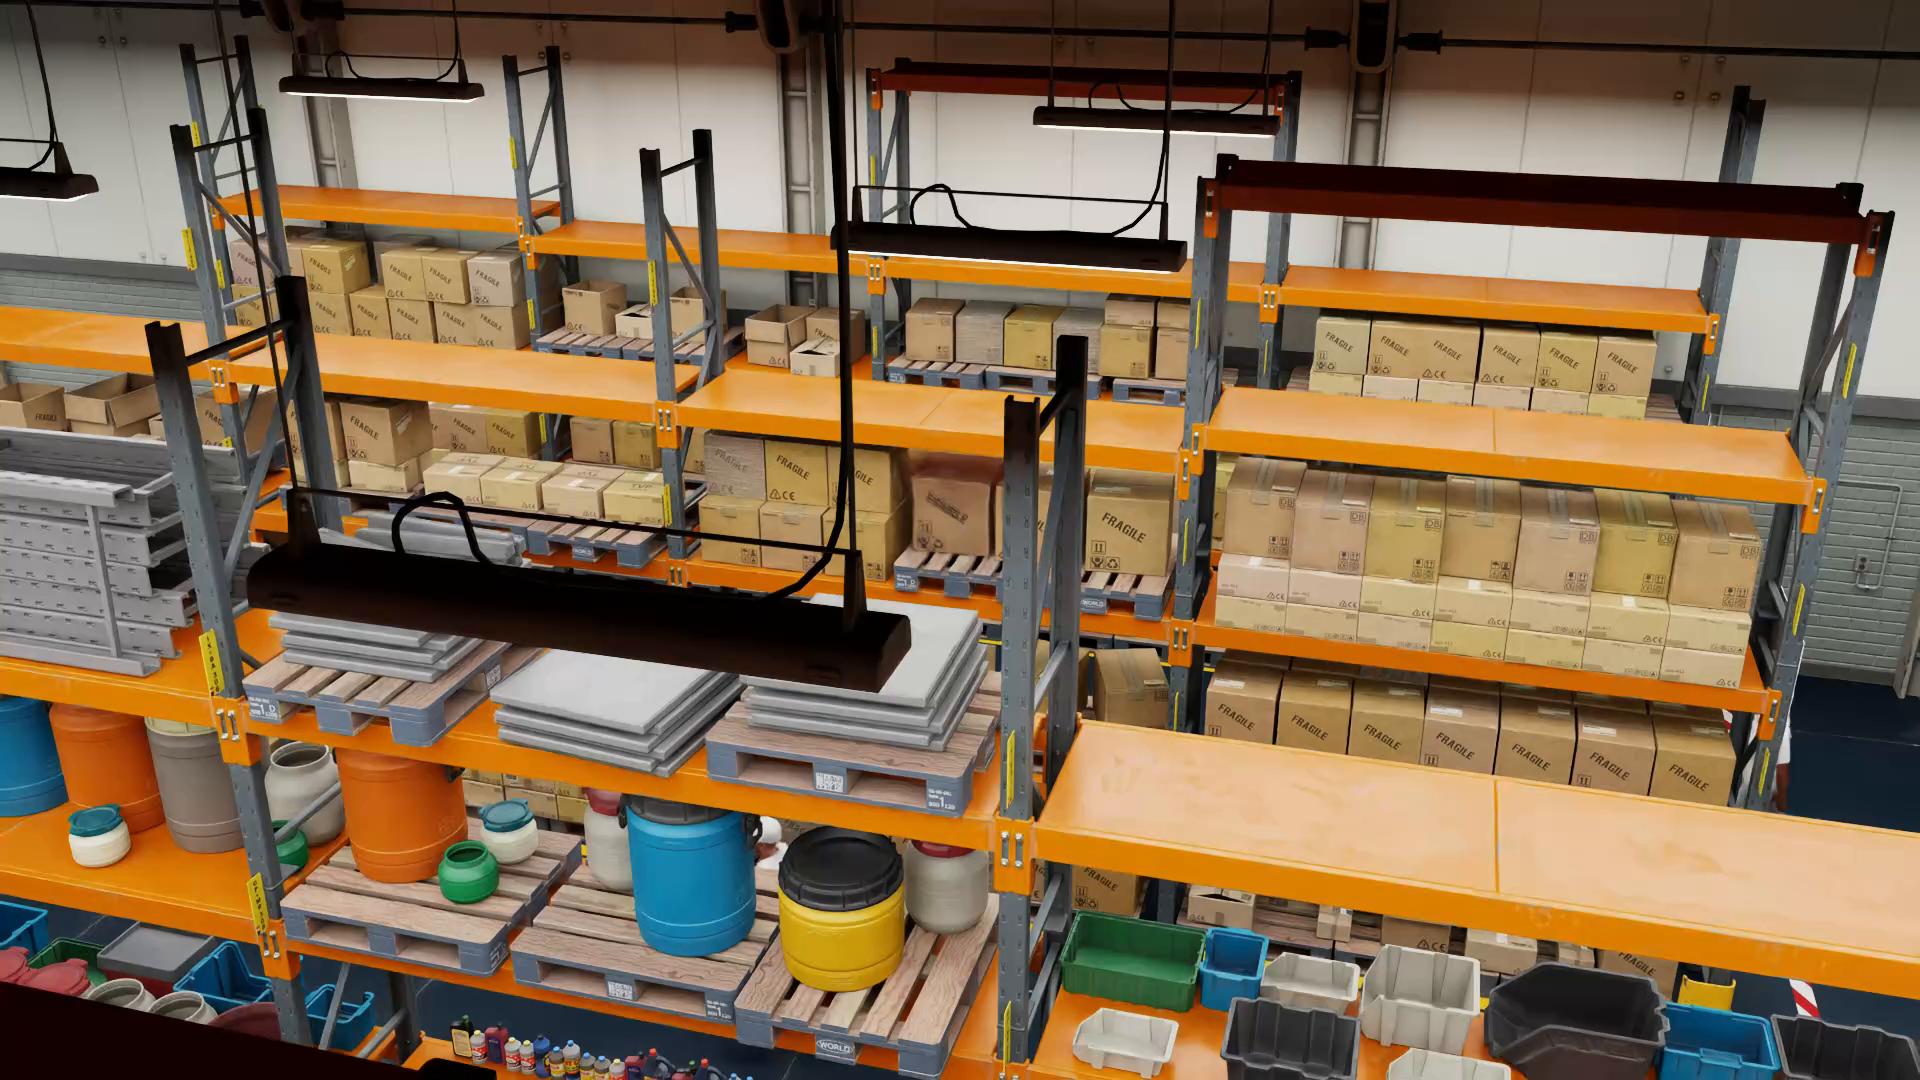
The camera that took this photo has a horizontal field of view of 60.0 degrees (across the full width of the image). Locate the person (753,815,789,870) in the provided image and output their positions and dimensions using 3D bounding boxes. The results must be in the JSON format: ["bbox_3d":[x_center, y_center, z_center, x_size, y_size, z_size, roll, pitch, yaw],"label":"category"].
[{"bbox_3d":[-1.394,2.633,11.553,0.937,1.643,0.587,10,24,22],"label":"person"}]

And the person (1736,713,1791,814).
[{"bbox_3d":[6.565,1.943,13.820,1.077,1.704,0.595,8,24,18],"label":"person"}]
